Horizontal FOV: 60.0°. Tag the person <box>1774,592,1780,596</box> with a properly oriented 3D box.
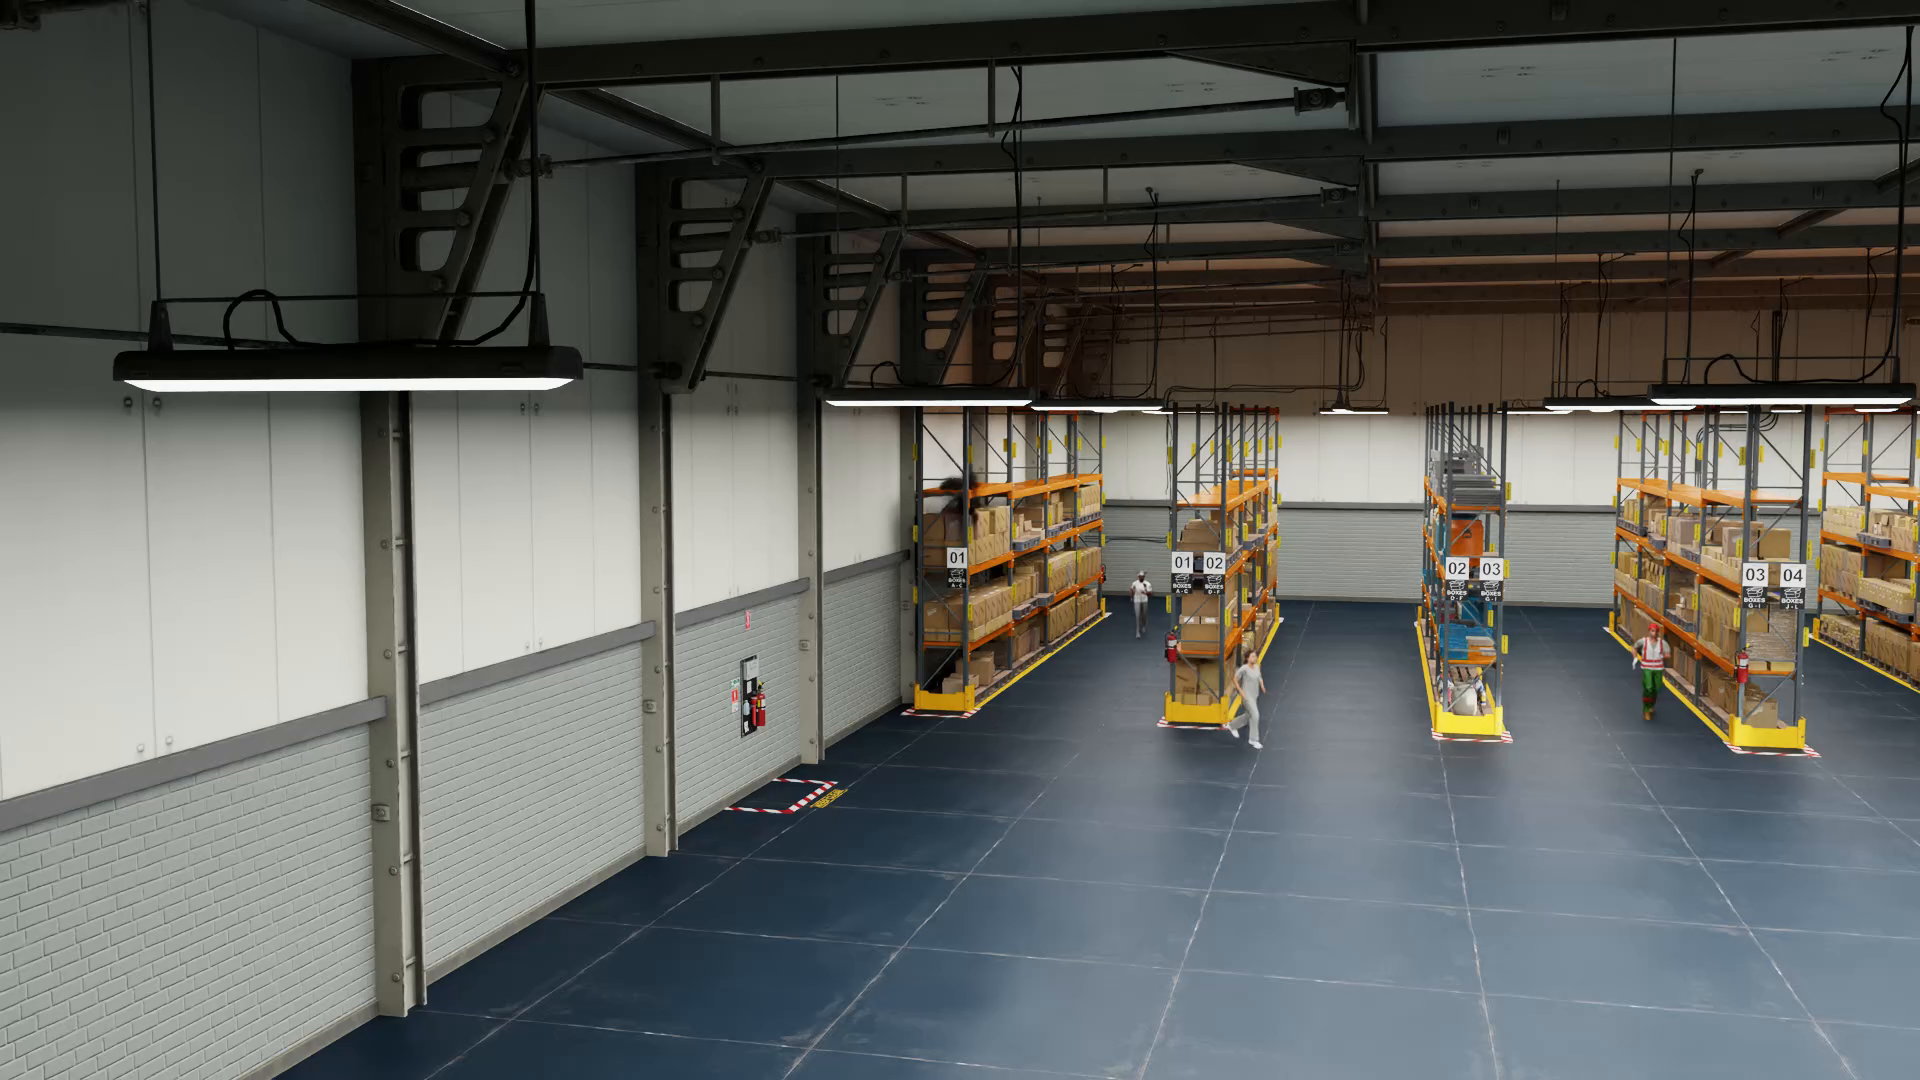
[{"bbox_3d":[20.447,1.867,41.428,0.574,1.614,0.548,1,4,18],"label":"person"}]

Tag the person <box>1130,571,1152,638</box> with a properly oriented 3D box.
[{"bbox_3d":[4.731,1.653,43.465,0.564,1.725,0.858,0,4,4],"label":"person"}]

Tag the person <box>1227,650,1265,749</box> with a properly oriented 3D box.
[{"bbox_3d":[4.999,2.747,29.036,0.565,1.696,0.835,-4,6,-40],"label":"person"}]

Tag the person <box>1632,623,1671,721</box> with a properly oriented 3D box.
[{"bbox_3d":[13.126,2.499,31.559,0.648,1.847,0.773,1,4,9],"label":"person"}]
